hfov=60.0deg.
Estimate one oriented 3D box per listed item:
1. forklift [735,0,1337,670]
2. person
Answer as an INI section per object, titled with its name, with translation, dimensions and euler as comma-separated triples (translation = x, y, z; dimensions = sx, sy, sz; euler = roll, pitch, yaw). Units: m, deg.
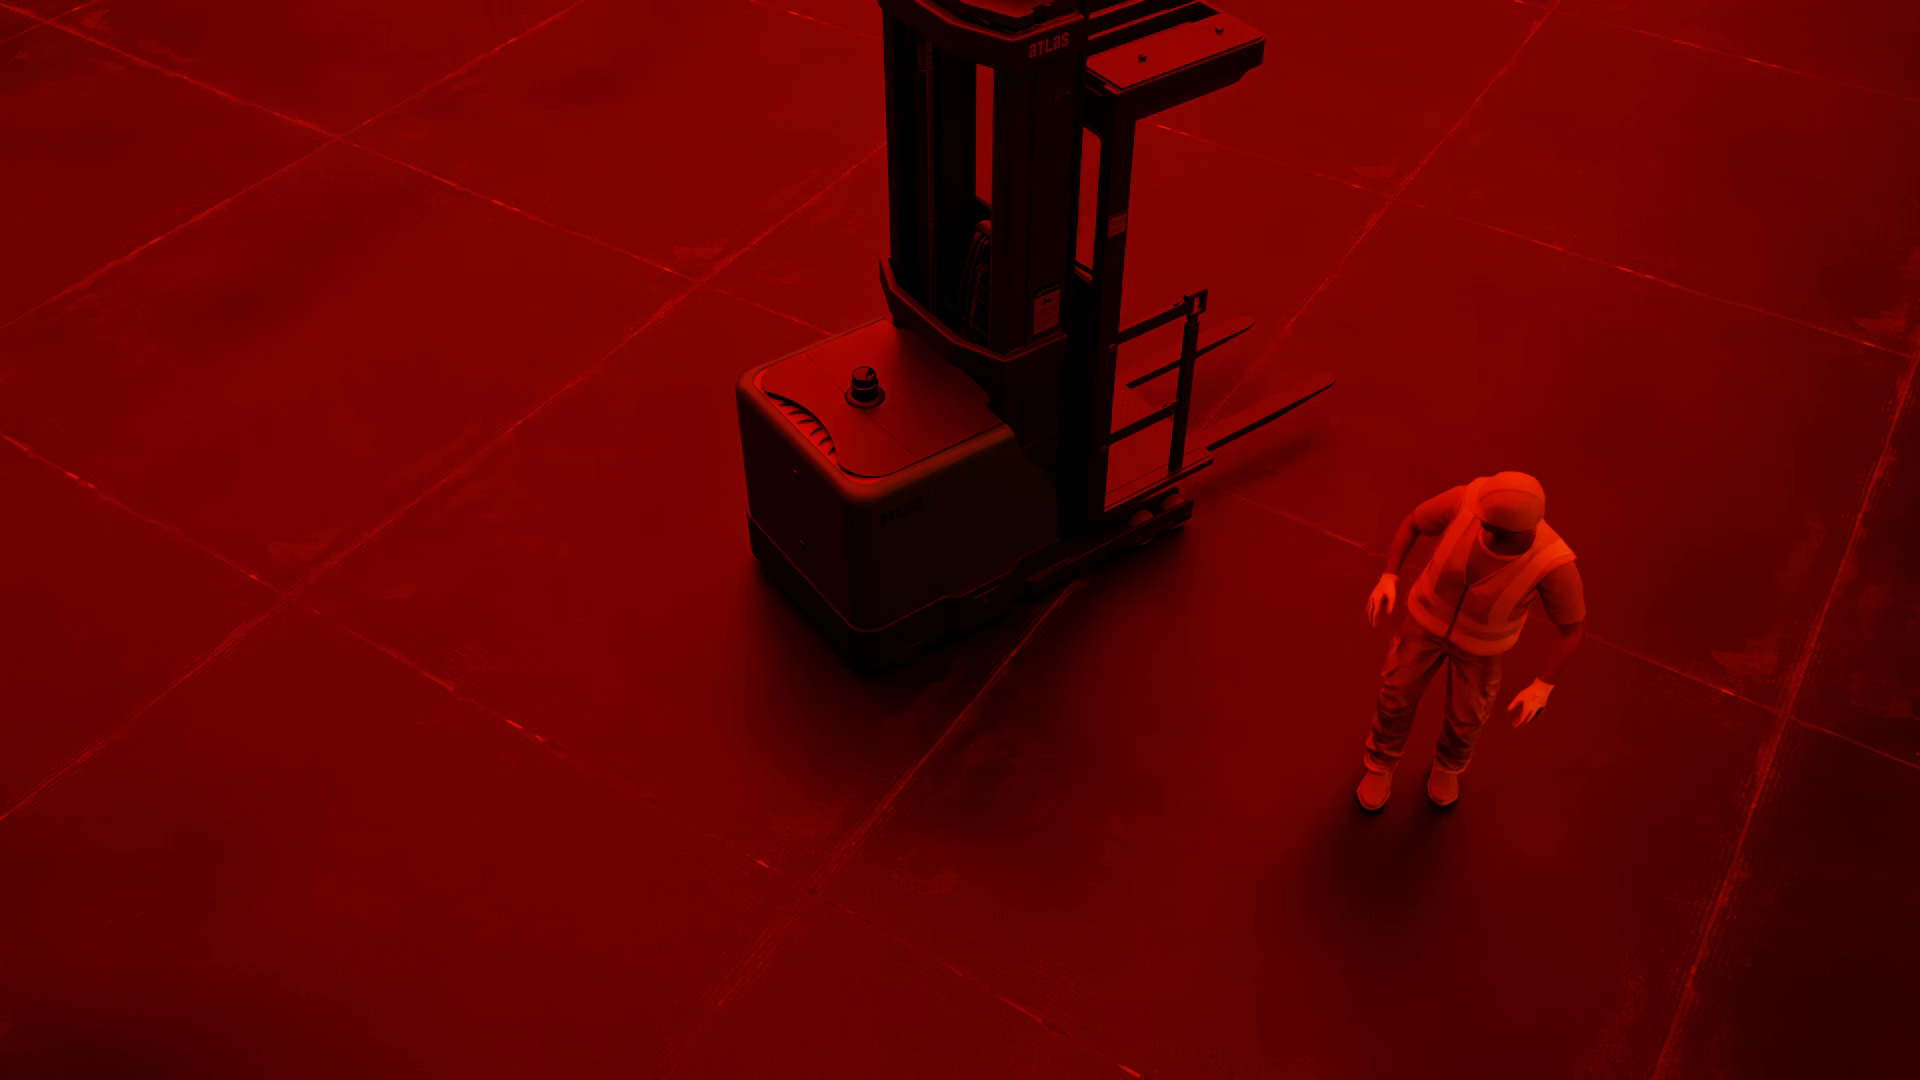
[forklift]
translation = 0.509, -1.313, 7.233
dimensions = 3.031, 2.935, 1.130
euler = -26, 49, -25
[person]
translation = 1.917, 0.395, 6.308
dimensions = 0.768, 1.737, 0.521
euler = 25, 49, 24
